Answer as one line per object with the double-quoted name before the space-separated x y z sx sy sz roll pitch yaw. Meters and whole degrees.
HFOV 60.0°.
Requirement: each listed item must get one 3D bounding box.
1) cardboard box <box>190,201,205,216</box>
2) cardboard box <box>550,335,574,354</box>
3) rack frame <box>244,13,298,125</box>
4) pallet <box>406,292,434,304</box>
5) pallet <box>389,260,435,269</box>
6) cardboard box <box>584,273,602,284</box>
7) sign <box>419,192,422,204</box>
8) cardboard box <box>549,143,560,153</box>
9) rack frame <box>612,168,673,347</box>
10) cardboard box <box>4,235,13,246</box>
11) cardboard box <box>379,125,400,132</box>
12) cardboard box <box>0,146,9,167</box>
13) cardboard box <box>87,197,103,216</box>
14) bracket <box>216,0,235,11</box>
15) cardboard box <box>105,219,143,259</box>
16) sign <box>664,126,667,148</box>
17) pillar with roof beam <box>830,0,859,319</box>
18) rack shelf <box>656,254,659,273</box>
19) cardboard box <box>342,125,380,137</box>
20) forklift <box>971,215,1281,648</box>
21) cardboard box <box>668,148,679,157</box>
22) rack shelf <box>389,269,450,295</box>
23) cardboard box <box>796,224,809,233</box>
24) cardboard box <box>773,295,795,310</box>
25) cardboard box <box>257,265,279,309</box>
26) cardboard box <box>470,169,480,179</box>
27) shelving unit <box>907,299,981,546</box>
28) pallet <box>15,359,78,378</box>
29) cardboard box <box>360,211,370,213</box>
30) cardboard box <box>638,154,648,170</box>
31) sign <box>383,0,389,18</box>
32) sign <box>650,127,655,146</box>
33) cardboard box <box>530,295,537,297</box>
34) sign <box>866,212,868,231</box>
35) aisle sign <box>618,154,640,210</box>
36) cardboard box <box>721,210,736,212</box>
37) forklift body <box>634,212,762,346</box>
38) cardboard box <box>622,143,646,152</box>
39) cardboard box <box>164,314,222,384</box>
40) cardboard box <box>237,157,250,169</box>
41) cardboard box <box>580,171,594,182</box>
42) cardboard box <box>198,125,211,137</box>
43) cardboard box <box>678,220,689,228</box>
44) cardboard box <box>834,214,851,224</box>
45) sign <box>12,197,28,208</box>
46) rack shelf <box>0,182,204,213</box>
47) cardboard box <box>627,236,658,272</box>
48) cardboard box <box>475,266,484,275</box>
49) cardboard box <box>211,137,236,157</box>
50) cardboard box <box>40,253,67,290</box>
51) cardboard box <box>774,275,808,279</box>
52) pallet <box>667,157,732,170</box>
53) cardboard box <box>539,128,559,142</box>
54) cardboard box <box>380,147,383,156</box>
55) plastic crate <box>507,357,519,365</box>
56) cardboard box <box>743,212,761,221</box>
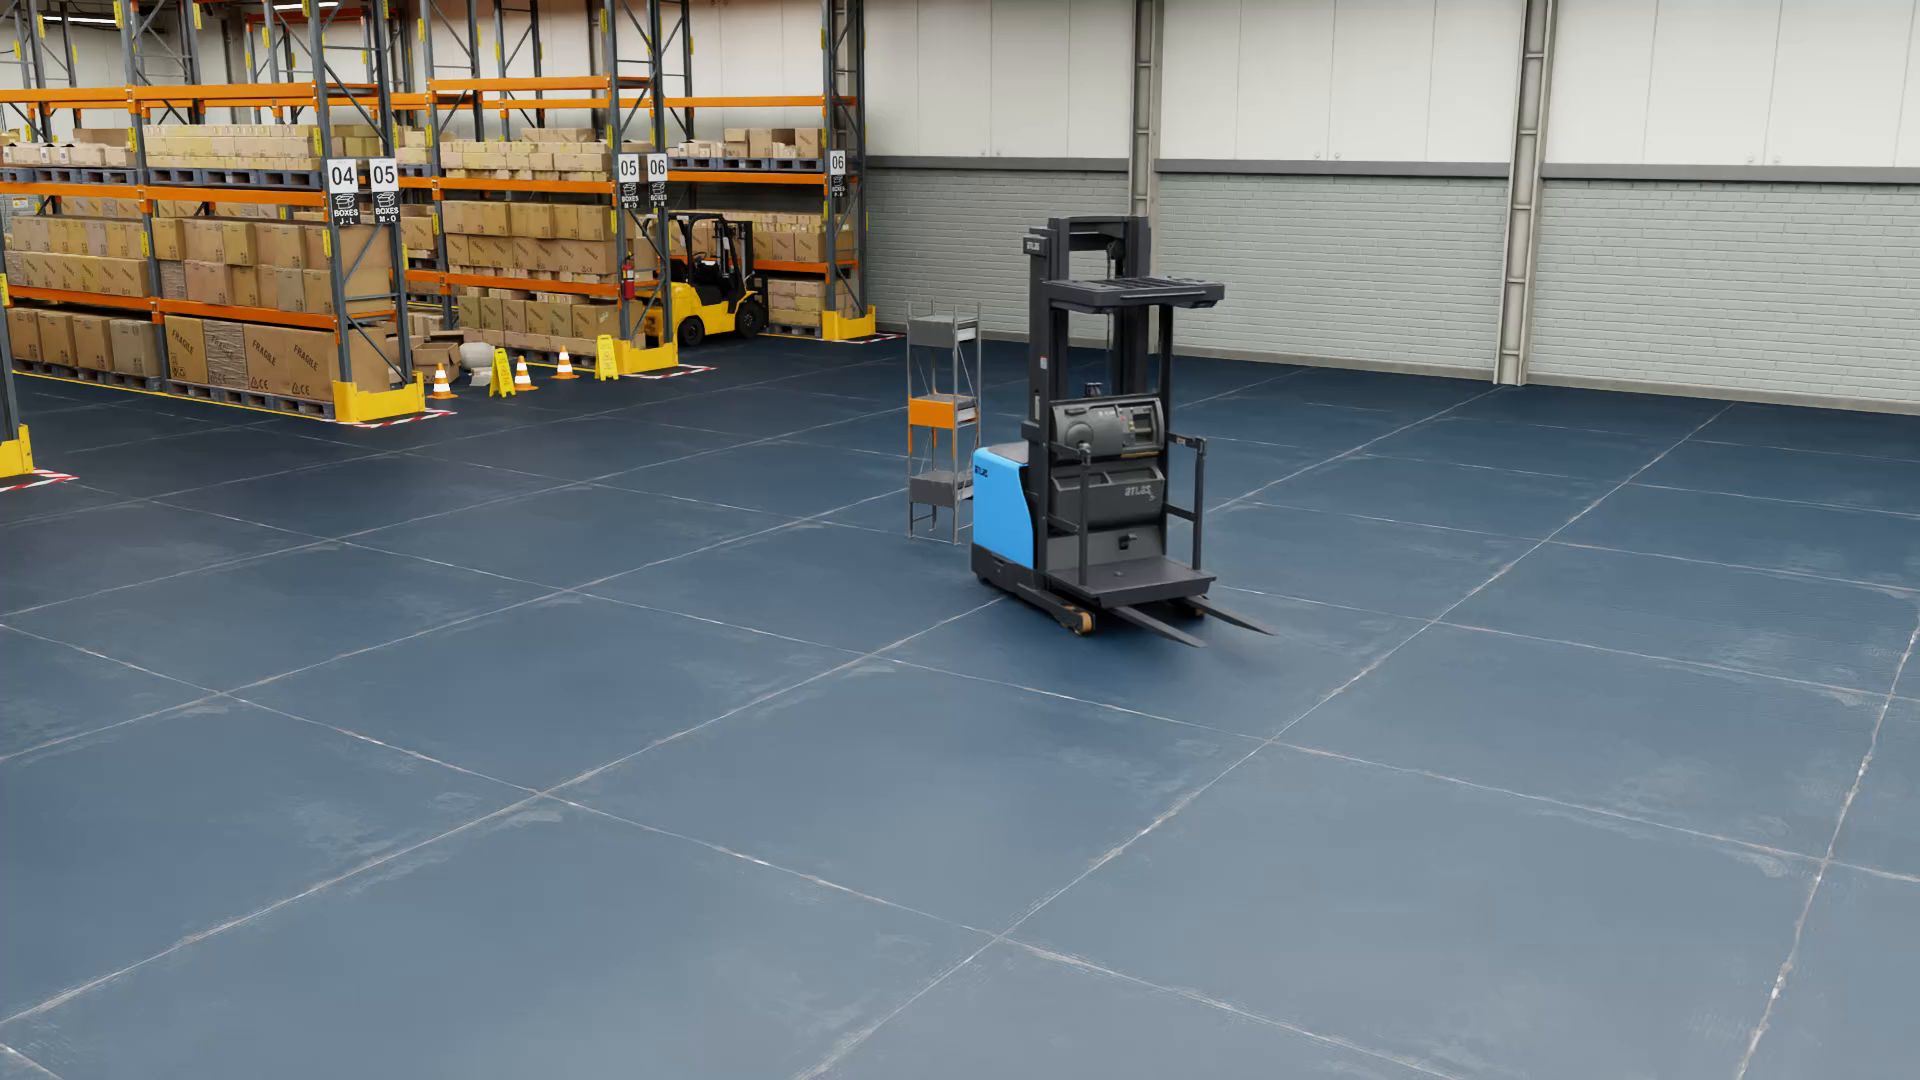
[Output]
"cardboard box" -13.639 -5.951 30.332 0.500 0.500 0.500 9 16 31
"cardboard box" -5.985 -3.050 25.748 0.500 0.250 0.500 9 17 33
"rack frame" -15.248 -10.103 36.907 0.127 3.000 1.000 9 17 33
"pallet" -11.233 -5.199 35.386 1.213 0.211 1.003 9 17 33
"pallet" -9.712 -4.777 28.278 1.213 0.211 1.003 9 17 33
"cardboard box" -5.441 -3.952 25.068 0.250 0.149 0.380 9 16 32
"sign" -11.622 -7.327 35.771 0.005 0.325 0.100 9 17 33
"cardboard box" -5.980 -5.914 25.091 0.250 0.149 0.380 9 17 33
"rack frame" -4.739 -4.055 24.960 0.127 3.000 1.000 9 17 33
"cardboard box" -14.556 -4.634 25.710 0.250 0.149 0.380 9 16 31
"cardboard box" -11.874 -8.476 34.538 0.258 0.266 0.396 9 17 32
"cardboard box" -14.672 -5.657 24.984 0.500 0.500 0.500 9 17 33
"cardboard box" -16.498 -6.411 32.190 0.500 0.500 0.500 9 17 33
"bracket" -16.836 -12.265 38.151 0.430 0.232 0.235 9 17 33
"cardboard box" -11.580 -4.258 23.494 0.500 0.500 0.700 9 16 32
"sign" -4.436 -6.043 24.932 0.005 0.325 0.100 9 17 33
"pillar with roof beam" -4.449 -7.372 25.875 0.400 9.000 9.100 9 17 33
"rack shelf" -6.951 -5.500 32.297 4.000 0.370 1.077 9 17 33
"cardboard box" -7.517 -5.136 20.867 0.250 0.149 0.380 9 17 33
"forklift" 1.205 -0.856 12.183 1.130 2.935 3.031 -7 16 -26
"cardboard box" -5.088 -7.047 30.247 0.250 0.149 0.380 10 17 34
"rack shelf" -9.718 -4.510 28.297 4.000 0.370 1.077 9 17 33
"cardboard box" -2.645 -5.427 28.947 0.250 0.149 0.380 9 17 34
"cardboard box" -2.960 -4.229 29.472 0.500 0.250 0.500 9 17 32
"cardboard box" -8.614 -3.337 21.750 0.550 0.550 0.875 9 17 33
"cardboard box" -7.483 -5.777 26.198 0.250 0.149 0.380 9 17 33
"shelving unit" -0.137 -1.041 14.661 0.503 2.100 0.431 9 17 33
"pallet" -13.444 -2.653 25.099 1.213 0.211 1.003 9 17 33
"cardboard box" -10.410 -5.452 28.902 0.500 0.500 0.500 9 16 32
"cardboard box" -5.008 -5.703 25.069 0.500 0.250 0.500 9 16 32
"sign" -7.103 -6.606 20.510 0.005 0.325 0.100 9 17 33
"sign" -5.586 -7.332 30.224 0.005 0.325 0.100 9 17 33
"cardboard box" -6.570 -3.662 26.663 0.500 0.500 0.500 10 17 36
"sign" -1.657 -5.613 29.290 0.005 0.325 0.100 9 17 33
"aisle sign" -4.850 -5.250 24.380 0.004 0.787 0.394 9 17 33
"cardboard box" -4.203 -6.011 30.685 0.250 0.149 0.380 9 16 32
"forklift body" -4.564 -4.523 28.620 1.214 2.155 2.313 9 17 33
"cardboard box" -4.920 -5.864 24.891 0.250 0.149 0.380 9 17 32
"cardboard box" -10.254 -2.665 22.893 0.875 0.875 0.875 9 17 34
"cardboard box" -8.937 -4.788 21.121 0.250 0.149 0.380 9 17 33
"cardboard box" -5.416 -5.408 24.706 0.250 0.149 0.380 9 17 33
"cardboard box" -9.568 -5.277 21.437 0.250 0.149 0.380 9 17 33
"cardboard box" -4.958 -5.815 30.514 0.250 0.149 0.380 10 17 34
"cardboard box" -2.131 -5.640 29.188 0.250 0.149 0.380 9 16 32
"sign" -21.617 -7.769 38.245 0.001 0.242 0.339 9 17 33
"rack shelf" -12.397 -4.966 23.895 4.000 0.370 1.077 9 17 33
"cardboard box" -4.977 -4.366 25.392 0.500 0.500 0.500 9 16 32
"cardboard box" -7.500 -4.310 26.514 0.250 0.149 0.380 9 17 33
"cardboard box" -9.229 -5.046 21.335 0.500 0.250 0.500 9 17 33
"cardboard box" -12.993 -3.926 24.233 0.500 0.500 0.500 9 17 33
"cardboard box" -3.091 -4.637 30.080 0.500 0.250 0.500 9 17 32
"pallet" -4.569 -6.885 30.336 1.213 0.211 1.003 9 17 33
"cardboard box" -7.671 -7.681 32.078 0.500 0.500 0.700 9 16 32
"cardboard box" -9.463 -6.365 27.489 0.500 0.250 0.500 9 17 34
"plastic crate" -7.213 -2.800 25.967 0.583 0.080 0.402 3 14 14
"cardboard box" -3.663 -5.763 29.685 0.250 0.149 0.380 9 17 34
